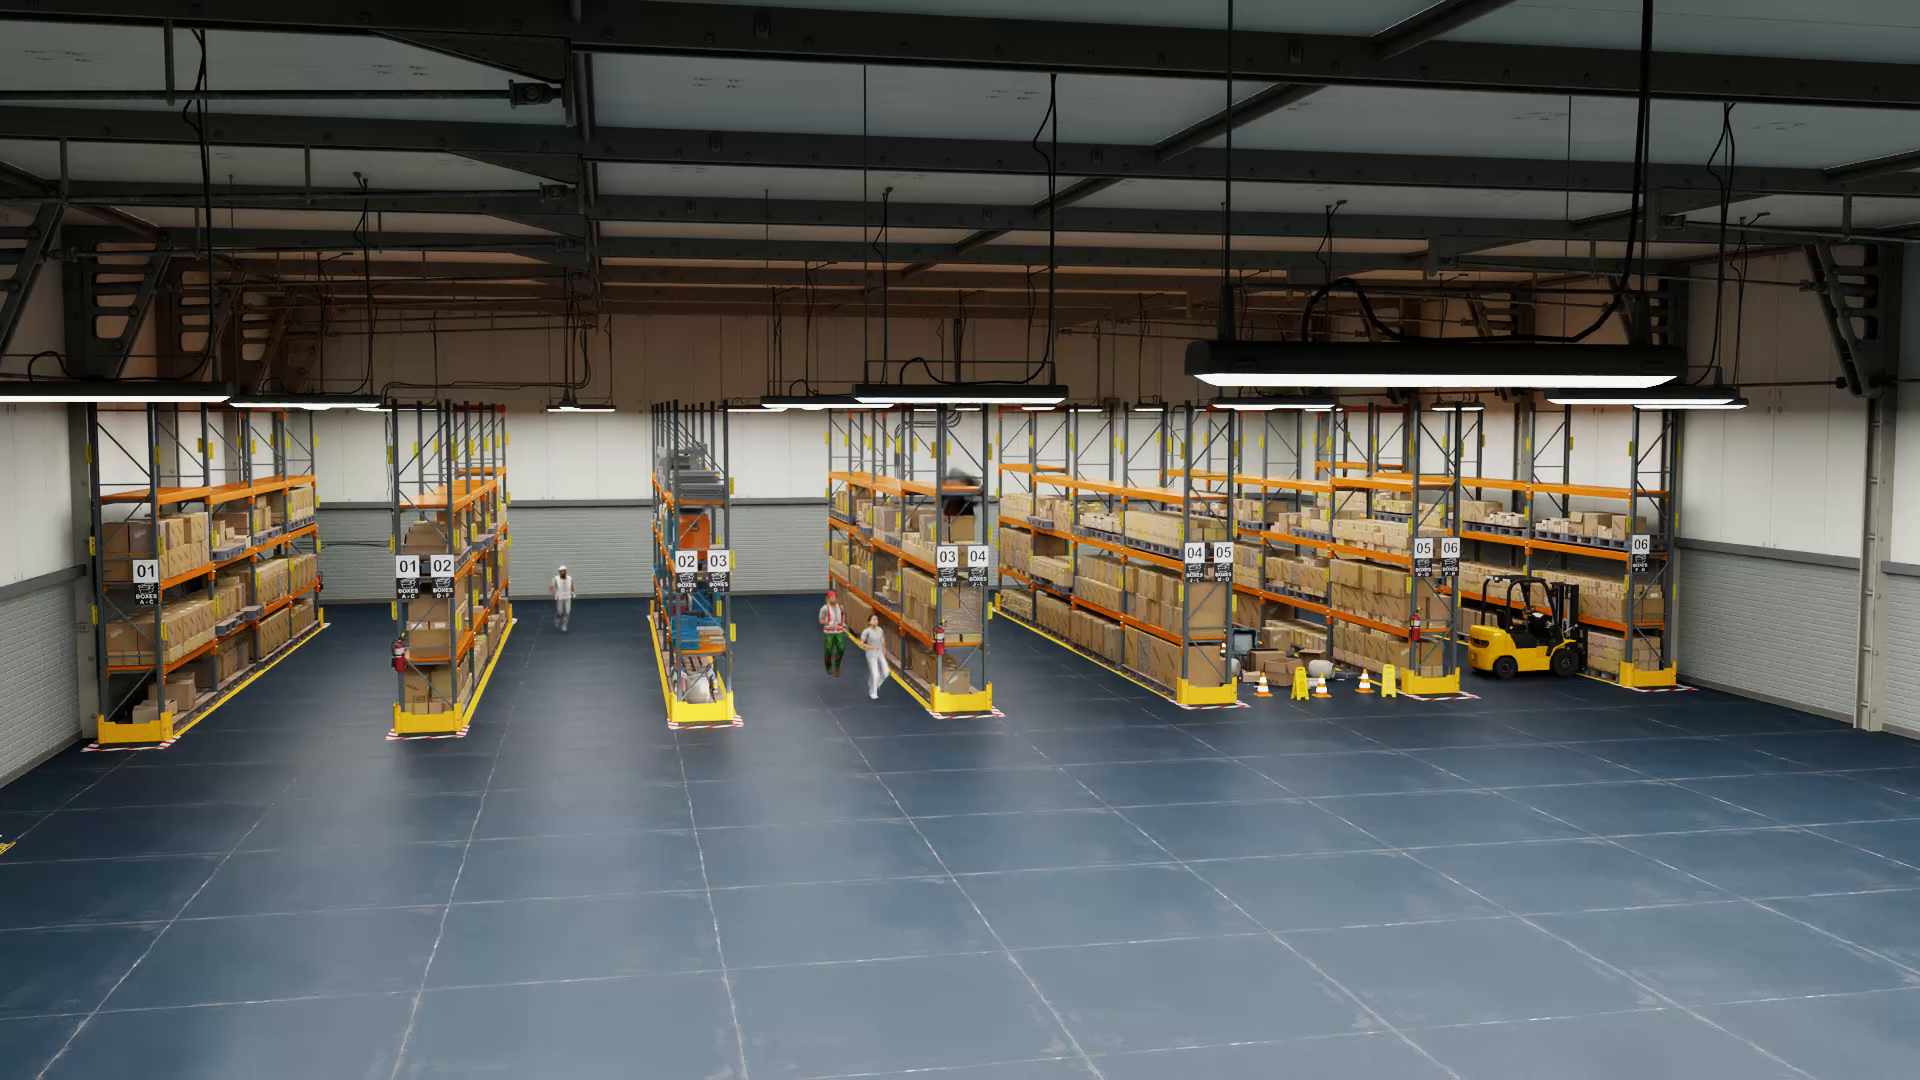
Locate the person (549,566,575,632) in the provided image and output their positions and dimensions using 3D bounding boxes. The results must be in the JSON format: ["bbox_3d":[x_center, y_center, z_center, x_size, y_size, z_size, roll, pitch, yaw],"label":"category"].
[{"bbox_3d":[-10.484,1.546,43.906,0.669,1.737,0.597,-3,5,-30],"label":"person"}]

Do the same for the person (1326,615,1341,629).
[{"bbox_3d":[9.730,1.602,43.005,0.659,1.744,0.522,-1,4,-17],"label":"person"}]

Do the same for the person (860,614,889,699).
[{"bbox_3d":[-1.609,2.230,31.831,0.624,1.635,0.487,-3,5,-37],"label":"person"}]

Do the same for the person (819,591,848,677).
[{"bbox_3d":[-2.614,1.964,34.632,0.640,1.803,0.661,-2,5,-23],"label":"person"}]
